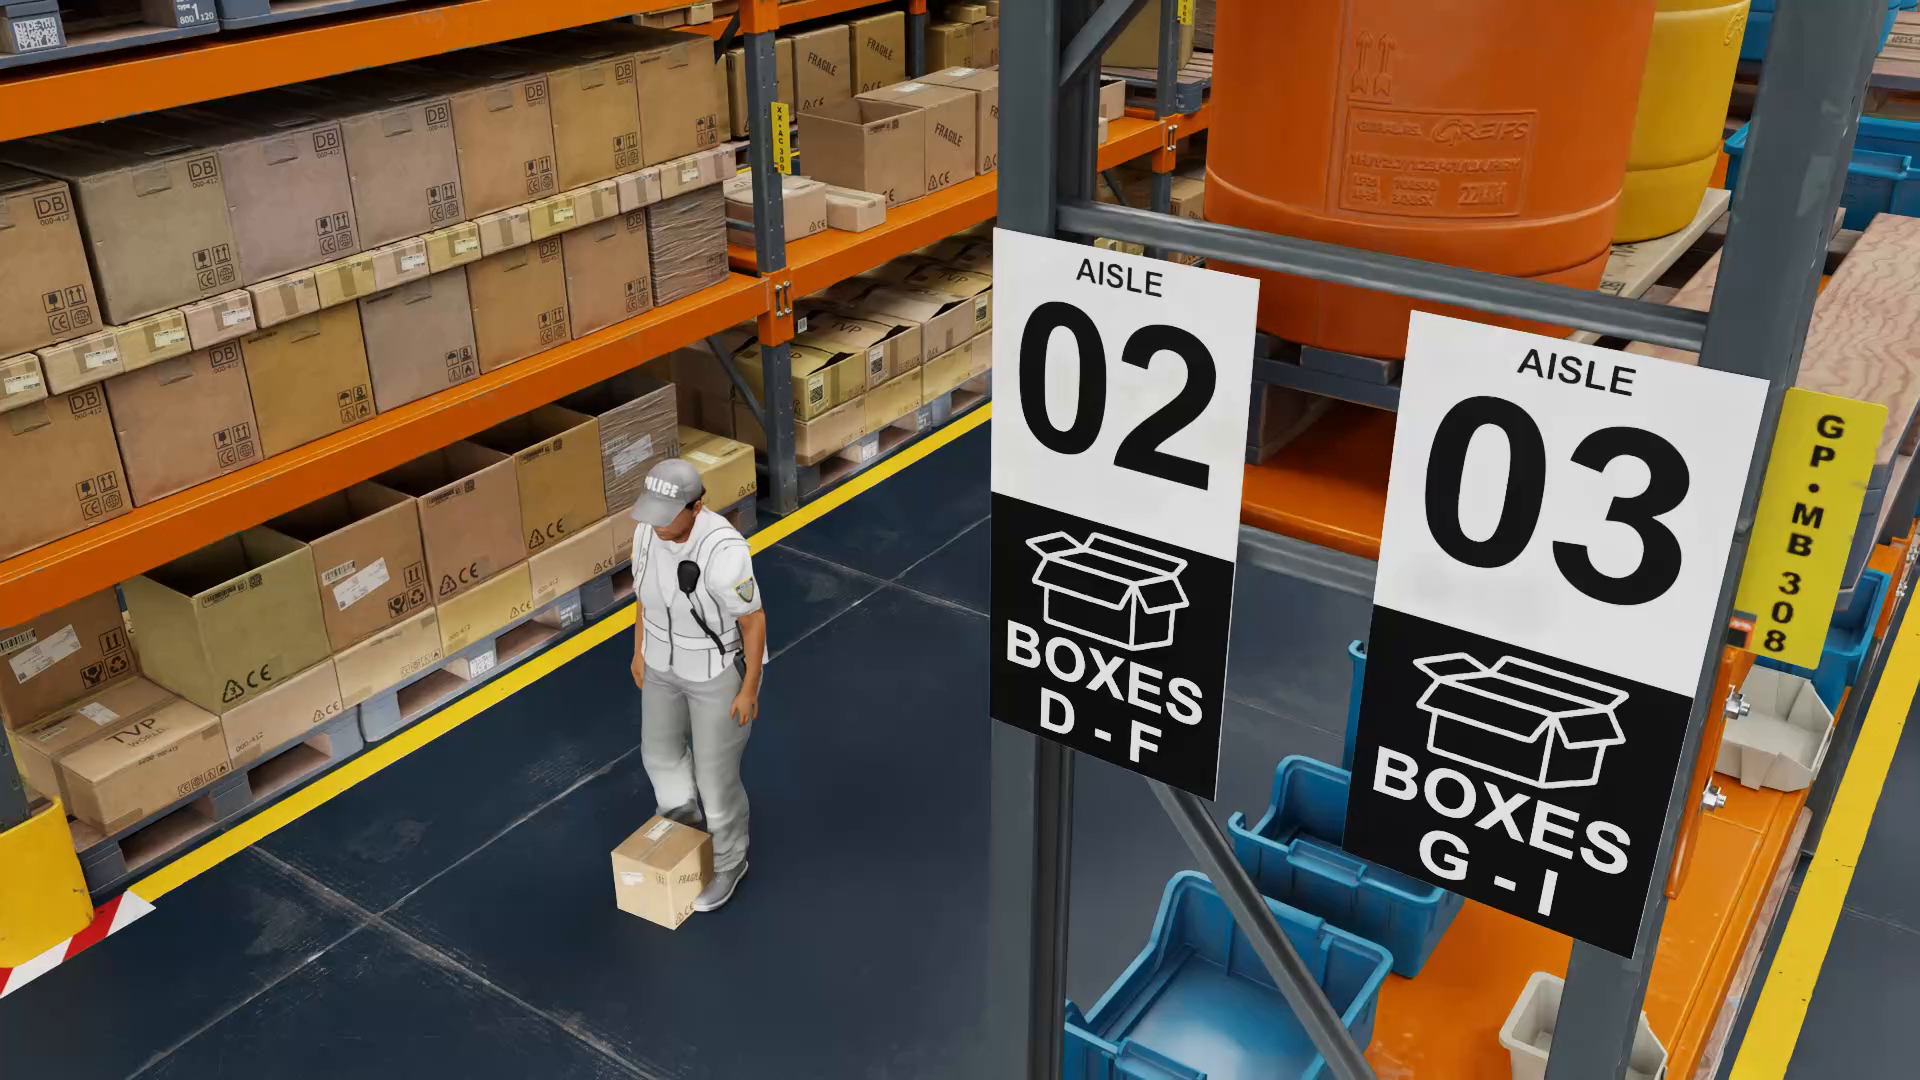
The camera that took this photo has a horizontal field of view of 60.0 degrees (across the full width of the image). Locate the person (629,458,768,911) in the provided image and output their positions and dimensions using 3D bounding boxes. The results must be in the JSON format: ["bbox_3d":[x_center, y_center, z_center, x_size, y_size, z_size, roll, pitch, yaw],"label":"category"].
[{"bbox_3d":[-0.923,0.460,5.713,0.555,1.665,0.467,15,31,27],"label":"person"}]
